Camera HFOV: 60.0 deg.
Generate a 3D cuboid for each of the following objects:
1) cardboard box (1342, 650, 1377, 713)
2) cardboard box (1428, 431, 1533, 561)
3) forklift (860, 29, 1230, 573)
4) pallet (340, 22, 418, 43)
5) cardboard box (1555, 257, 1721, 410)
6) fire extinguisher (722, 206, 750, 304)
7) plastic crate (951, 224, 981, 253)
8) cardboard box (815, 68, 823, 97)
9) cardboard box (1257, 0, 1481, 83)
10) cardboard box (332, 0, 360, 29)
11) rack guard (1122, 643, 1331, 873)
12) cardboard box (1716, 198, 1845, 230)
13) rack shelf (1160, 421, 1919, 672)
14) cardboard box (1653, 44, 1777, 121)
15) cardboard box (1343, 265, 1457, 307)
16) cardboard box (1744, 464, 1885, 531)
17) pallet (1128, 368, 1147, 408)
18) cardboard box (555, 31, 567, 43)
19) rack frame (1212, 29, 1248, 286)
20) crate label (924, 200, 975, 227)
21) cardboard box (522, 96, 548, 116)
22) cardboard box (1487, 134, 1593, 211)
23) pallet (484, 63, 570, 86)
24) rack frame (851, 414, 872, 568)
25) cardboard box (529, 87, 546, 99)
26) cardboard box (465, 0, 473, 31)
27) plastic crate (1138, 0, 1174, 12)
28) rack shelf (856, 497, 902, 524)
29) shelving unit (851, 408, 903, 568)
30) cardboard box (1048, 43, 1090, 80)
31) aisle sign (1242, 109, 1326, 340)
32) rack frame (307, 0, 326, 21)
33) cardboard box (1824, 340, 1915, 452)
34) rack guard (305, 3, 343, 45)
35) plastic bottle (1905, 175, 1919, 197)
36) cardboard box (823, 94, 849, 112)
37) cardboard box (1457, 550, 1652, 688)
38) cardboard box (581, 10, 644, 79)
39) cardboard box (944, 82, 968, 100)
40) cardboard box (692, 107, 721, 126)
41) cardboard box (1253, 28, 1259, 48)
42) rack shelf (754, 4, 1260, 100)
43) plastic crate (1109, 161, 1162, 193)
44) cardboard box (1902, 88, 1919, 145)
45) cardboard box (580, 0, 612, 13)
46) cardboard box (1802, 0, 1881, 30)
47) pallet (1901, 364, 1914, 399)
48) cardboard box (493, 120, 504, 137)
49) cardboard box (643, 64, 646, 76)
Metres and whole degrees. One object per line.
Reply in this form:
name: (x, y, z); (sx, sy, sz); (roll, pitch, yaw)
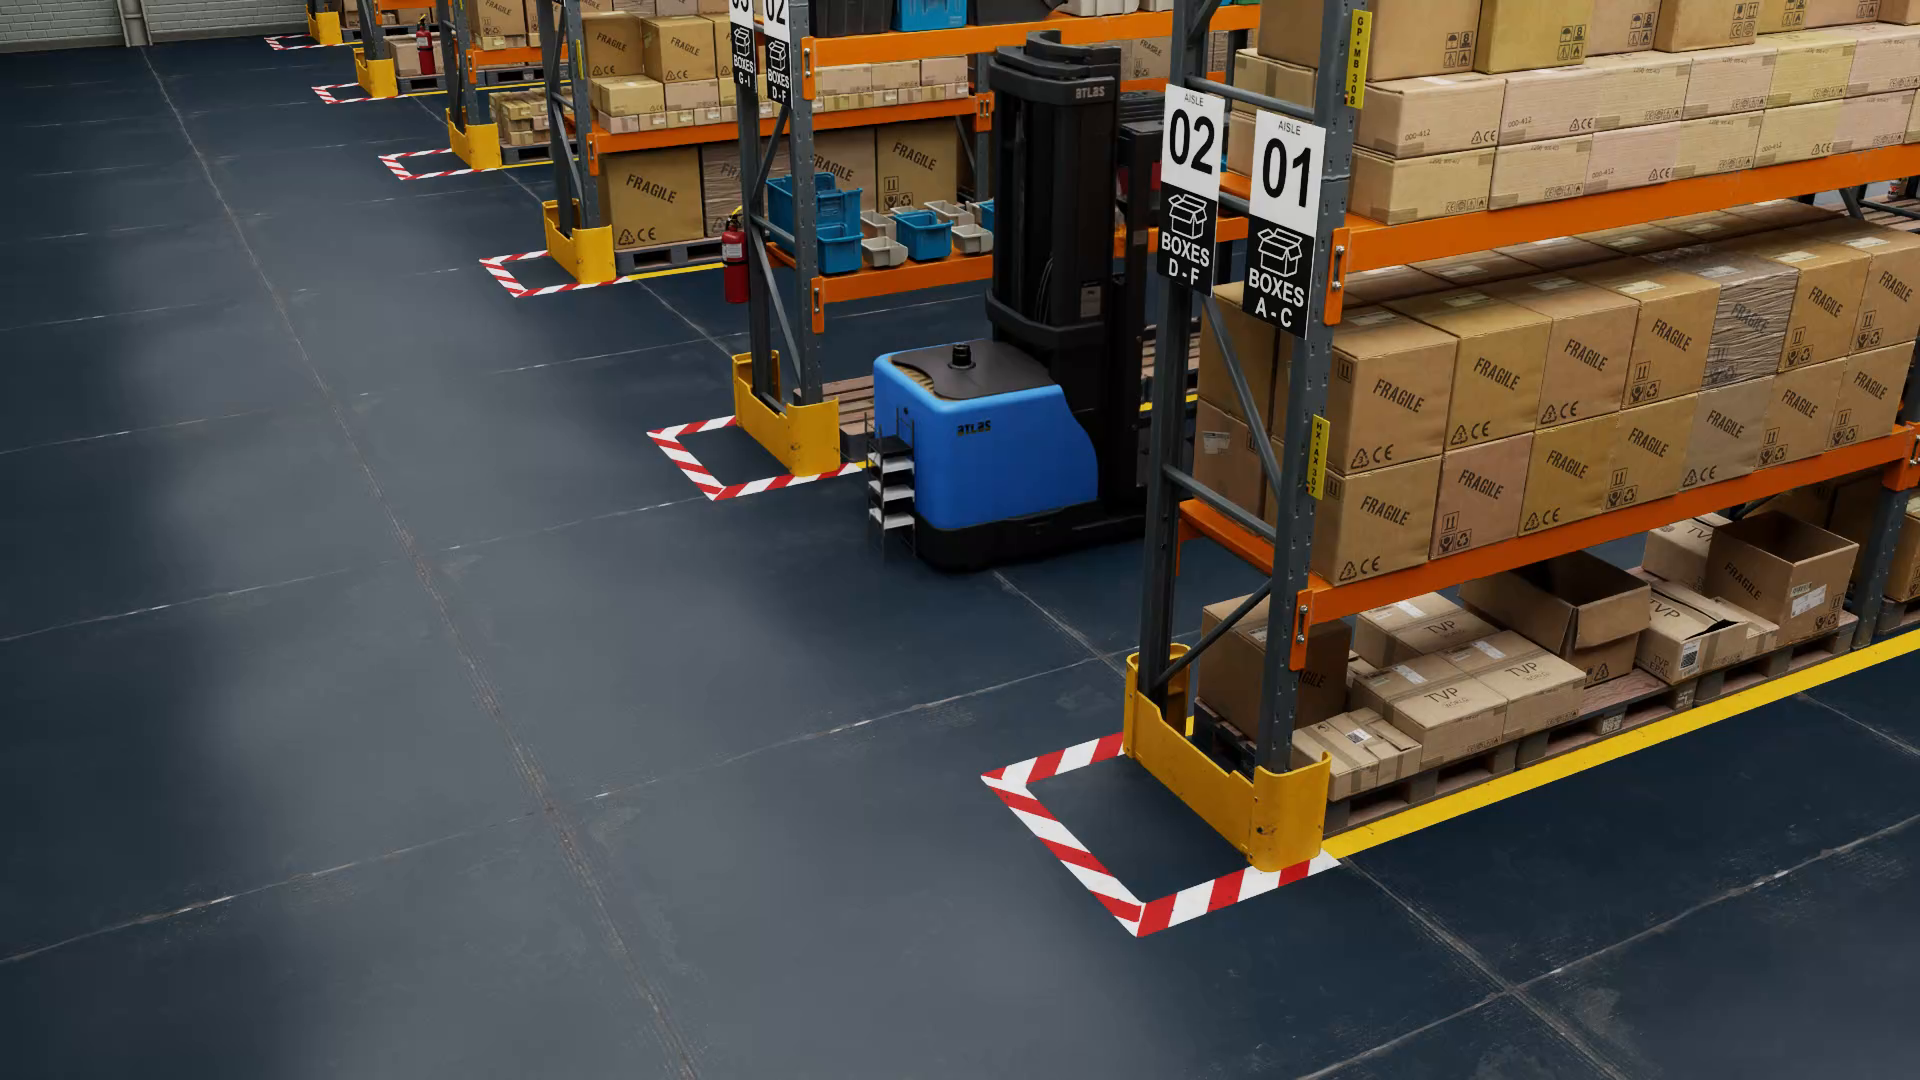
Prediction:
cardboard box: (1.893, 0.688, 8.116); (0.250, 0.166, 0.380); (-13, 29, -25)
cardboard box: (2.098, -0.279, 7.251); (0.500, 0.500, 0.500); (-13, 29, -26)
forklift: (0.939, -1.554, 10.101); (3.031, 2.935, 1.130); (-12, 28, -23)
pallet: (-9.761, -8.522, 27.757); (1.213, 0.211, 1.003); (-13, 29, -25)
cardboard box: (2.995, -0.936, 7.464); (0.500, 0.500, 0.500); (-13, 29, -26)
fire extinguisher: (-1.545, -1.970, 11.408); (0.183, 0.674, 0.296); (-13, 29, -25)
plastic crate: (0.096, -2.035, 11.258); (0.298, 0.136, 0.250); (-13, 29, -25)
cardboard box: (-1.619, -4.300, 15.571); (0.500, 0.250, 0.500); (-14, 29, -26)
cardboard box: (1.575, -2.097, 6.415); (0.500, 0.500, 0.700); (-13, 29, -25)
cardboard box: (-9.946, -8.754, 27.415); (0.637, 0.503, 0.797); (-14, 29, -27)
rack guard: (1.197, 0.974, 7.644); (0.348, 0.500, 1.175); (-13, 29, -25)
cardboard box: (4.111, -1.460, 8.554); (0.500, 0.500, 0.500); (-12, 28, -24)
rack shelf: (2.895, -0.221, 8.075); (4.000, 0.370, 1.077); (-13, 29, -25)
cardboard box: (3.031, -1.957, 6.989); (0.500, 0.250, 0.500); (-13, 29, -25)
cardboard box: (1.839, -0.932, 7.455); (0.500, 0.500, 0.500); (-12, 28, -24)
cardboard box: (4.960, -0.234, 9.651); (0.500, 0.500, 0.500); (-13, 29, -25)
pallet: (0.623, -1.173, 12.449); (1.213, 0.211, 1.003); (-13, 29, -25)
cardboard box: (-4.701, -5.871, 19.303); (0.250, 0.149, 0.380); (-12, 28, -23)
rack frame: (2.332, -2.845, 12.709); (0.127, 3.000, 1.000); (-13, 29, -25)
crate label: (-0.067, -2.293, 11.796); (0.243, 0.136, 0.396); (-13, 29, -25)
cardboard box: (-4.964, -5.088, 19.503); (0.250, 0.149, 0.380); (-12, 28, -24)
cardboard box: (2.150, -1.527, 6.672); (0.500, 0.250, 0.500); (-13, 29, -25)
pallet: (-6.448, -6.889, 24.354); (1.213, 0.211, 1.003); (-13, 29, -25)
rack frame: (-0.580, -0.284, 9.801); (0.006, 0.900, 0.240); (-12, 28, -23)
cardboard box: (-5.008, -5.344, 20.036); (0.250, 0.149, 0.380); (-14, 29, -26)
cardboard box: (-5.498, -6.205, 19.250); (0.500, 0.500, 0.500); (-12, 28, -24)
plastic crate: (1.389, -3.674, 11.275); (0.466, 0.136, 0.293); (-13, 29, -25)
rack shelf: (-0.489, -0.192, 9.894); (0.200, 0.077, 0.258); (-12, 28, -23)
shelving unit: (-0.489, -0.303, 9.841); (0.210, 0.900, 0.258); (-12, 28, -23)
cardboard box: (0.968, -4.882, 16.838); (0.500, 0.500, 0.500); (-13, 29, -25)
aisle sign: (1.208, -1.183, 6.246); (0.004, 0.787, 0.394); (-13, 29, -25)
rack frame: (-10.531, -9.601, 26.782); (0.127, 3.000, 1.000); (-13, 29, -25)
cardboard box: (4.339, -0.798, 8.330); (0.500, 0.500, 0.500); (-12, 28, -24)
rack guard: (-10.464, -8.490, 27.355); (0.348, 0.500, 1.175); (-13, 29, -25)
plastic bottle: (9.823, -3.720, 17.084); (0.185, 0.351, 0.144); (-14, 29, -26)
cardboard box: (-1.248, -4.174, 15.768); (0.250, 0.149, 0.380); (-13, 29, -26)
cardboard box: (3.004, 0.359, 8.412); (0.637, 0.503, 0.797); (-13, 29, -25)
cardboard box: (-3.222, -4.526, 15.174); (0.500, 0.500, 0.500); (-13, 28, -24)
cardboard box: (-0.114, -4.436, 16.314); (0.250, 0.149, 0.380); (-13, 28, -25)
cardboard box: (-2.379, -3.913, 15.225); (0.250, 0.149, 0.380); (-13, 29, -26)
cardboard box: (3.212, -5.401, 17.918); (0.500, 0.500, 0.500); (-12, 28, -24)
rack shelf: (0.567, -3.465, 11.368); (4.000, 0.370, 1.077); (-13, 29, -25)
plastic crate: (1.426, -2.815, 12.503); (0.583, 0.464, 0.402); (-13, 29, -25)
cardboard box: (4.355, -2.036, 7.733); (0.500, 0.250, 0.500); (-13, 29, -25)
cardboard box: (-4.349, -6.215, 19.270); (0.500, 0.500, 0.500); (-13, 28, -24)
cardboard box: (3.740, -2.639, 7.545); (0.500, 0.500, 0.700); (-13, 29, -25)
pallet: (5.416, -0.987, 9.061); (1.213, 0.211, 1.003); (-13, 29, -25)
cardboard box: (-5.407, -4.927, 19.856); (0.250, 0.149, 0.380); (-12, 28, -24)
cardboard box: (-2.778, -4.291, 15.552); (0.500, 0.250, 0.500); (-14, 29, -26)
